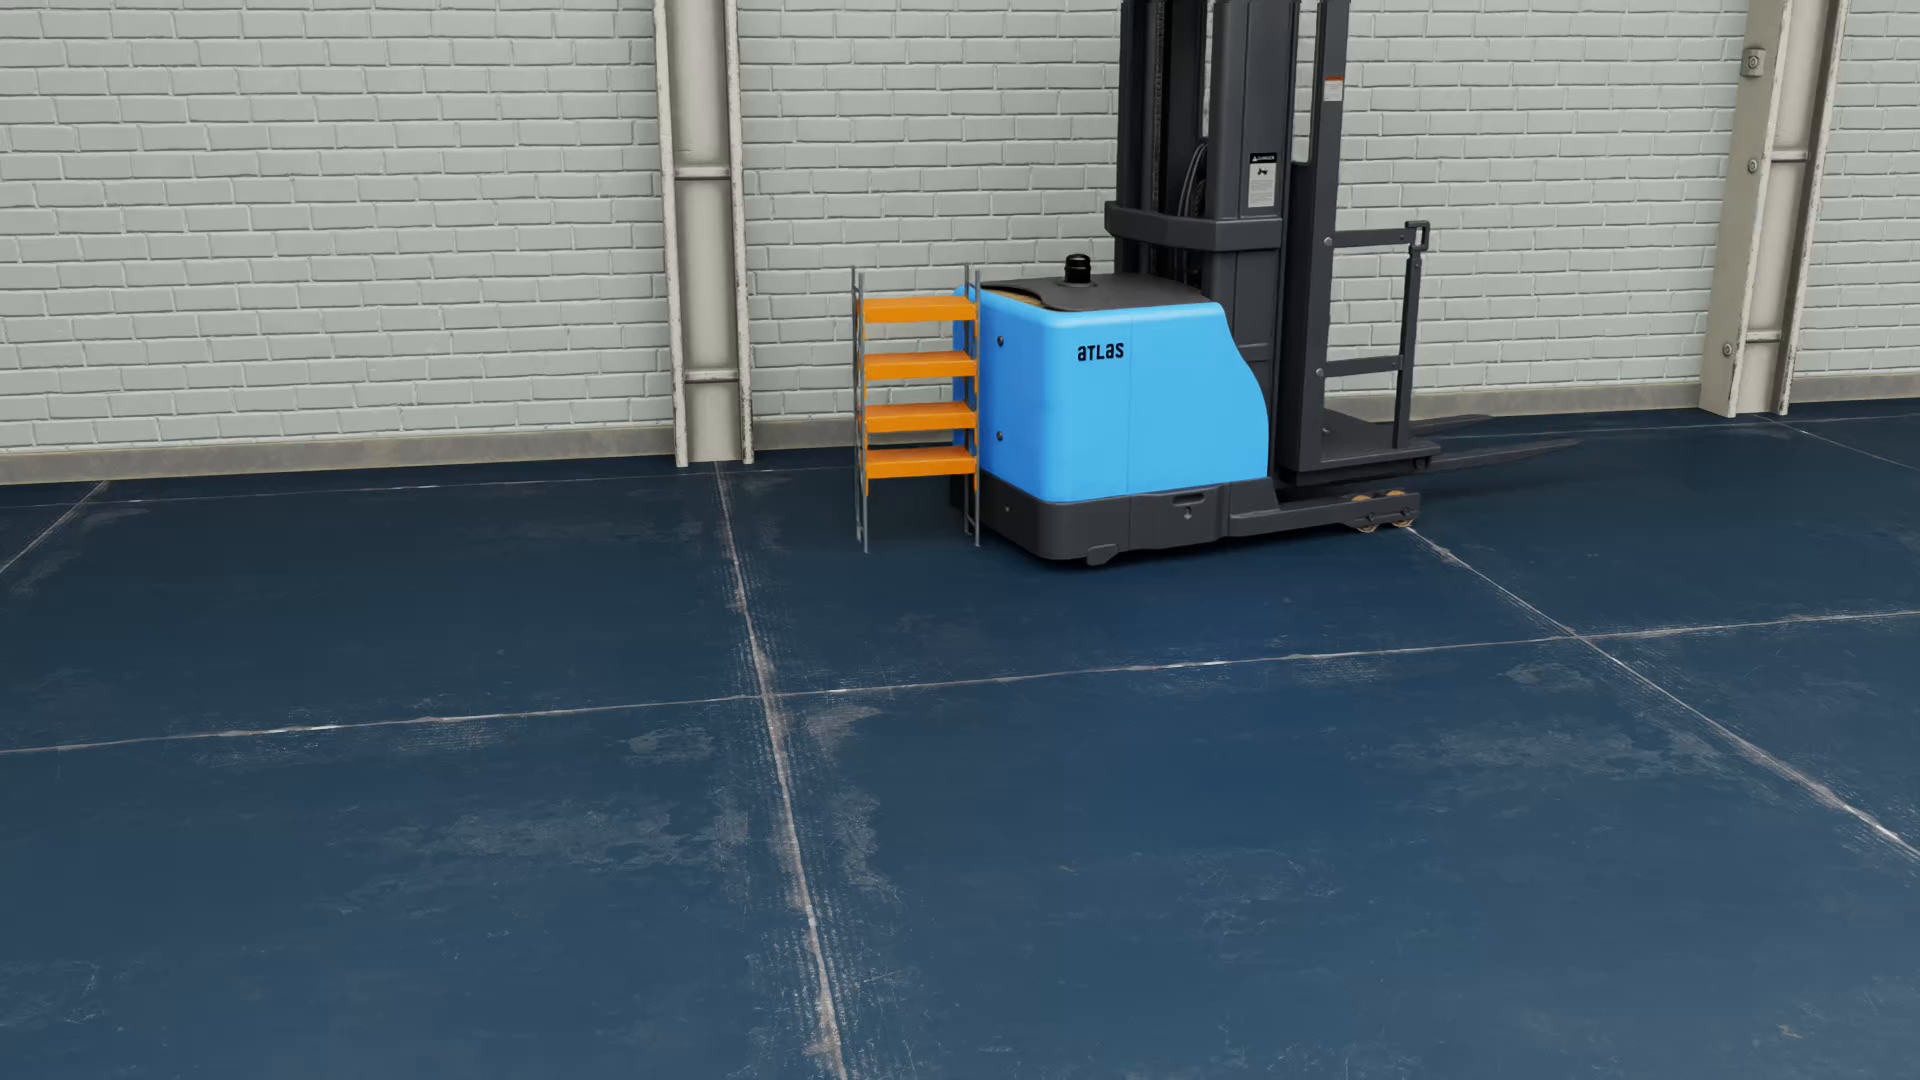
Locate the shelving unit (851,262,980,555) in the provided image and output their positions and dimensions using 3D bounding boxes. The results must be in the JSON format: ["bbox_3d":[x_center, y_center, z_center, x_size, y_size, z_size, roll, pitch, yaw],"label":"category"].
[{"bbox_3d":[-0.187,-0.560,7.093,0.503,1.200,0.258,-4,17,-11],"label":"shelving unit"}]

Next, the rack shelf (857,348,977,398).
[{"bbox_3d":[-0.187,-0.710,7.047,0.480,0.148,0.258,-4,17,-11],"label":"rack shelf"}]

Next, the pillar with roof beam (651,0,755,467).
[{"bbox_3d":[-0.471,-3.491,3.350,0.400,9.000,9.100,-3,17,-10],"label":"pillar with roof beam"}]

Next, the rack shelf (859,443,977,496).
[{"bbox_3d":[-0.187,-0.306,7.171,0.480,0.148,0.258,-4,17,-11],"label":"rack shelf"}]

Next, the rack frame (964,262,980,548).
[{"bbox_3d":[0.052,-0.575,7.140,0.015,1.200,0.240,-4,17,-11],"label":"rack frame"}]

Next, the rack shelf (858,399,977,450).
[{"bbox_3d":[-0.187,-0.496,7.112,0.480,0.148,0.258,-4,17,-11],"label":"rack shelf"}]

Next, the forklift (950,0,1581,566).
[{"bbox_3d":[1.513,-1.565,7.415,3.031,2.935,1.130,-8,19,-24],"label":"forklift"}]

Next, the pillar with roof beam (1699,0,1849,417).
[{"bbox_3d":[5.420,-3.825,4.438,0.400,9.000,9.100,-3,17,-10],"label":"pillar with roof beam"}]

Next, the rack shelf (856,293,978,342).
[{"bbox_3d":[-0.187,-0.936,6.977,0.480,0.148,0.258,-4,17,-11],"label":"rack shelf"}]

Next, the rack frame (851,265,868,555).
[{"bbox_3d":[-0.426,-0.546,7.045,0.015,1.200,0.240,-4,17,-11],"label":"rack frame"}]
